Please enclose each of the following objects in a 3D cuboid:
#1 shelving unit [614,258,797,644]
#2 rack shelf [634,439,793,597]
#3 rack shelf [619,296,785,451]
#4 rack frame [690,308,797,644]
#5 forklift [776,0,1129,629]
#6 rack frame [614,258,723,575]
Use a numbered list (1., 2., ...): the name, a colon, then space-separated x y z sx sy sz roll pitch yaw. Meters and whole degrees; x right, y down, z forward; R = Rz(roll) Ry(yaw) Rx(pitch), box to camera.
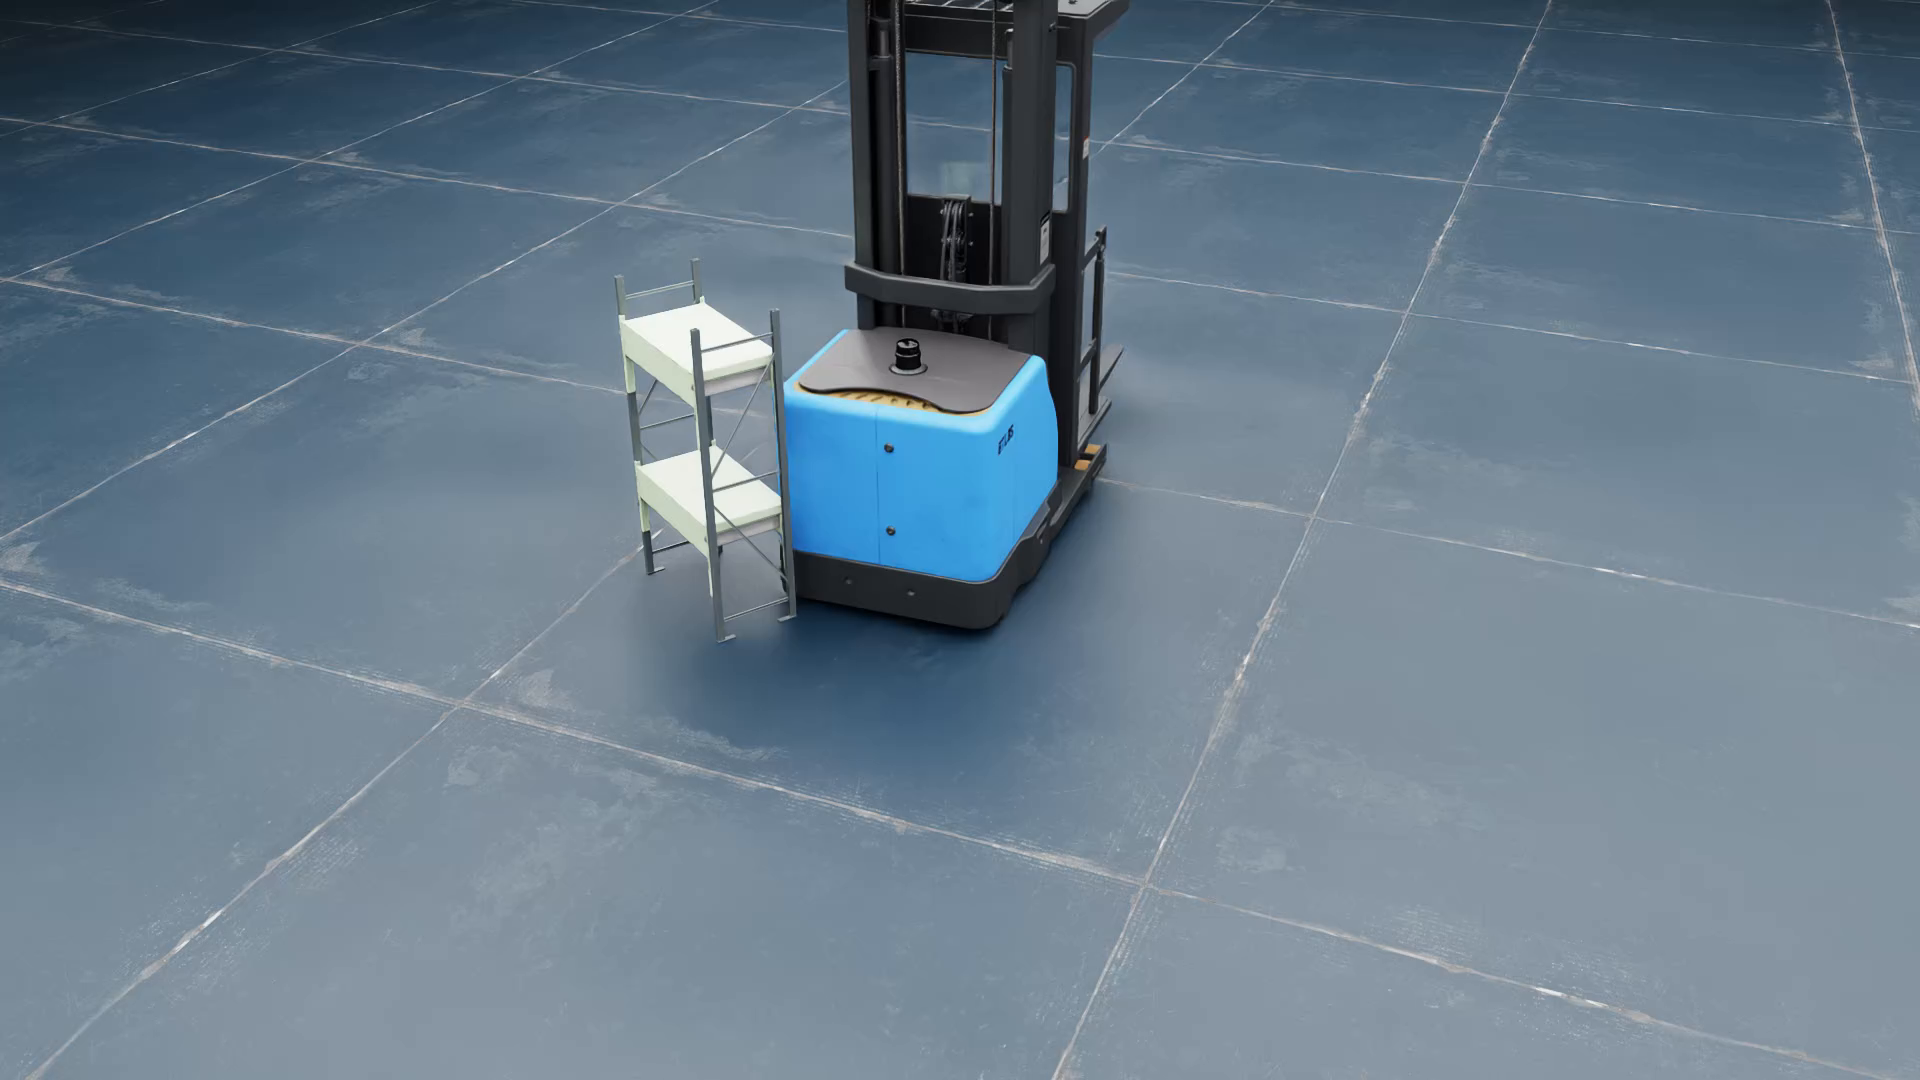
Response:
1. shelving unit: -1.127 -0.398 7.429 0.431 1.500 0.755 -19 34 -29
2. rack shelf: -1.127 -0.114 7.590 0.431 0.370 0.720 -19 34 -29
3. rack shelf: -1.127 -0.737 7.237 0.431 0.370 0.720 -19 34 -29
4. rack frame: -0.920 -0.249 7.166 0.400 1.500 0.023 -19 34 -29
5. forklift: 0.143 -1.589 8.083 1.130 2.935 3.031 10 31 17
6. rack frame: -1.334 -0.546 7.692 0.400 1.500 0.023 -19 34 -29
